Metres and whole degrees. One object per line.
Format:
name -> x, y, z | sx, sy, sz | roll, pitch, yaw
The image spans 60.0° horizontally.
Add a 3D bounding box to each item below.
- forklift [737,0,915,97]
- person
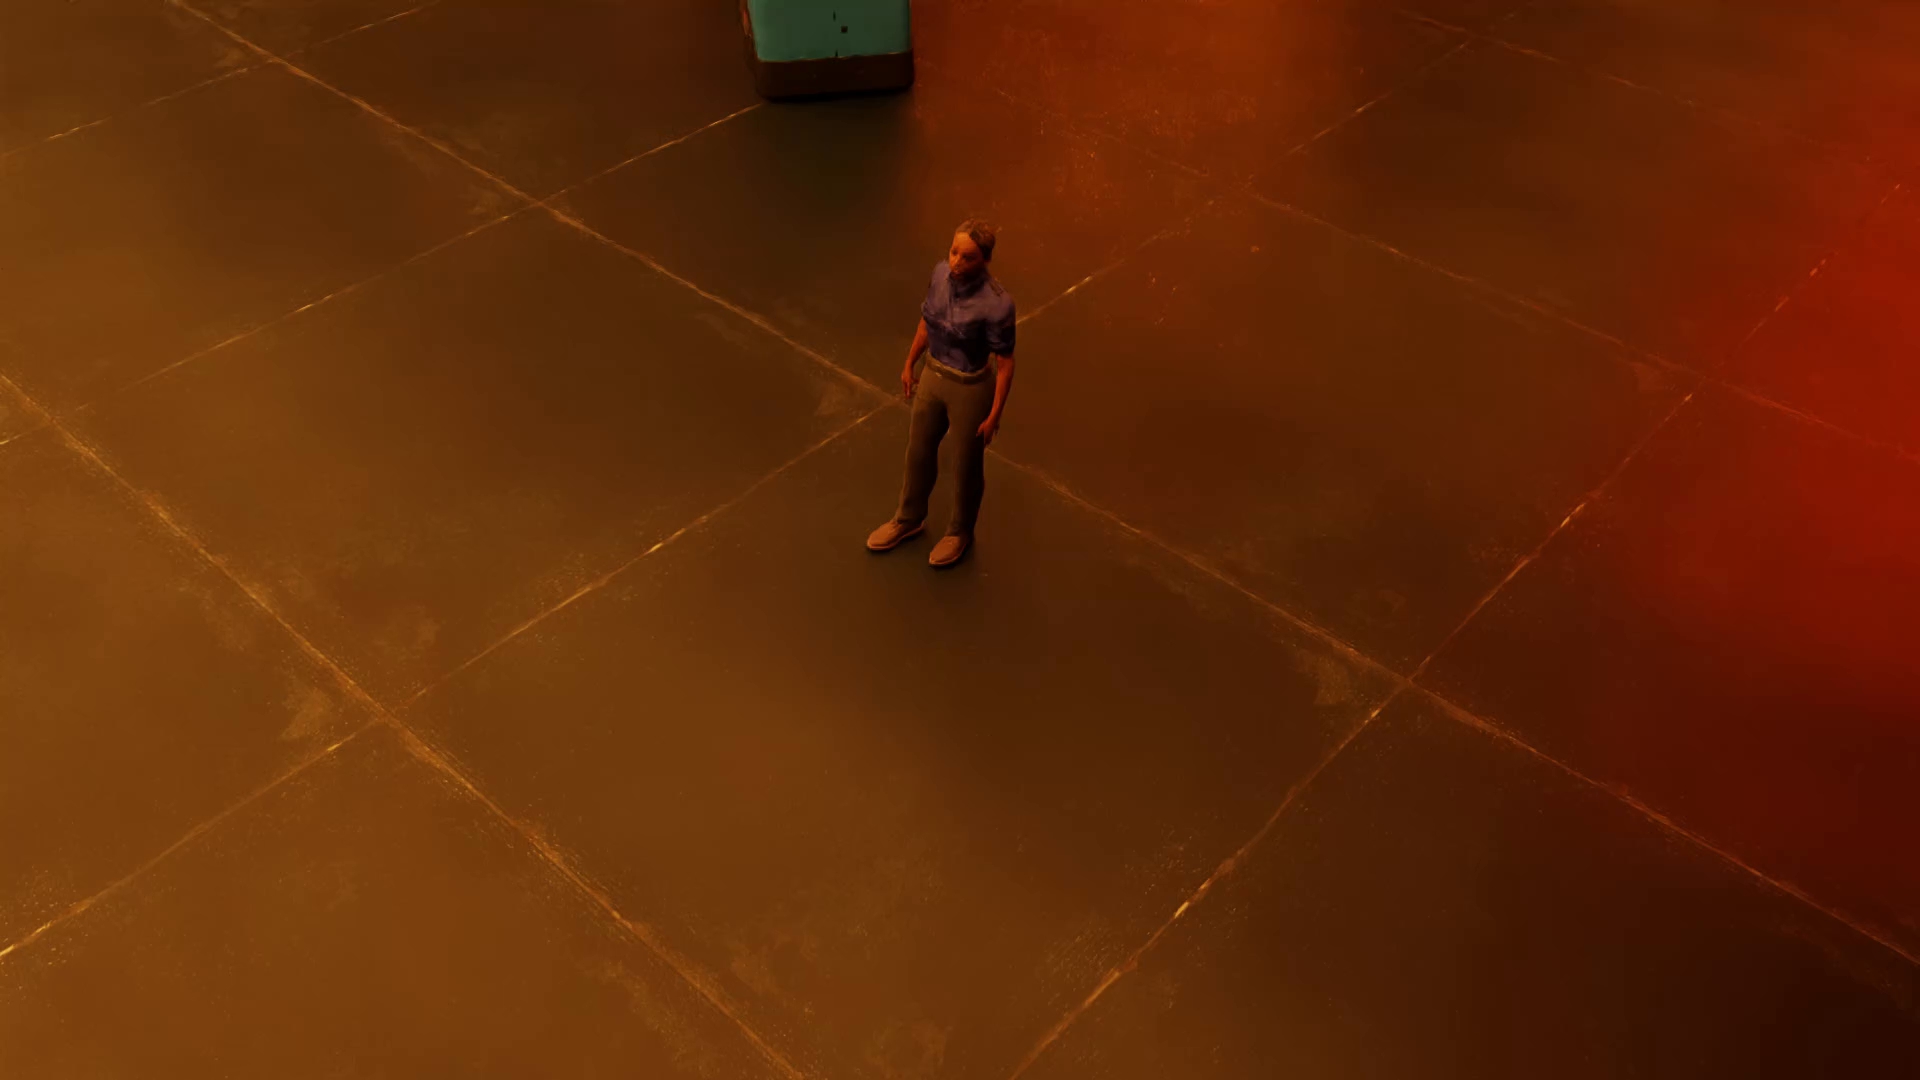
forklift -> -1.061, -5.005, 11.262 | 1.130, 2.935, 3.031 | -6, 41, -7
person -> -0.074, -0.600, 7.097 | 0.570, 1.654, 0.503 | 31, 49, 31
